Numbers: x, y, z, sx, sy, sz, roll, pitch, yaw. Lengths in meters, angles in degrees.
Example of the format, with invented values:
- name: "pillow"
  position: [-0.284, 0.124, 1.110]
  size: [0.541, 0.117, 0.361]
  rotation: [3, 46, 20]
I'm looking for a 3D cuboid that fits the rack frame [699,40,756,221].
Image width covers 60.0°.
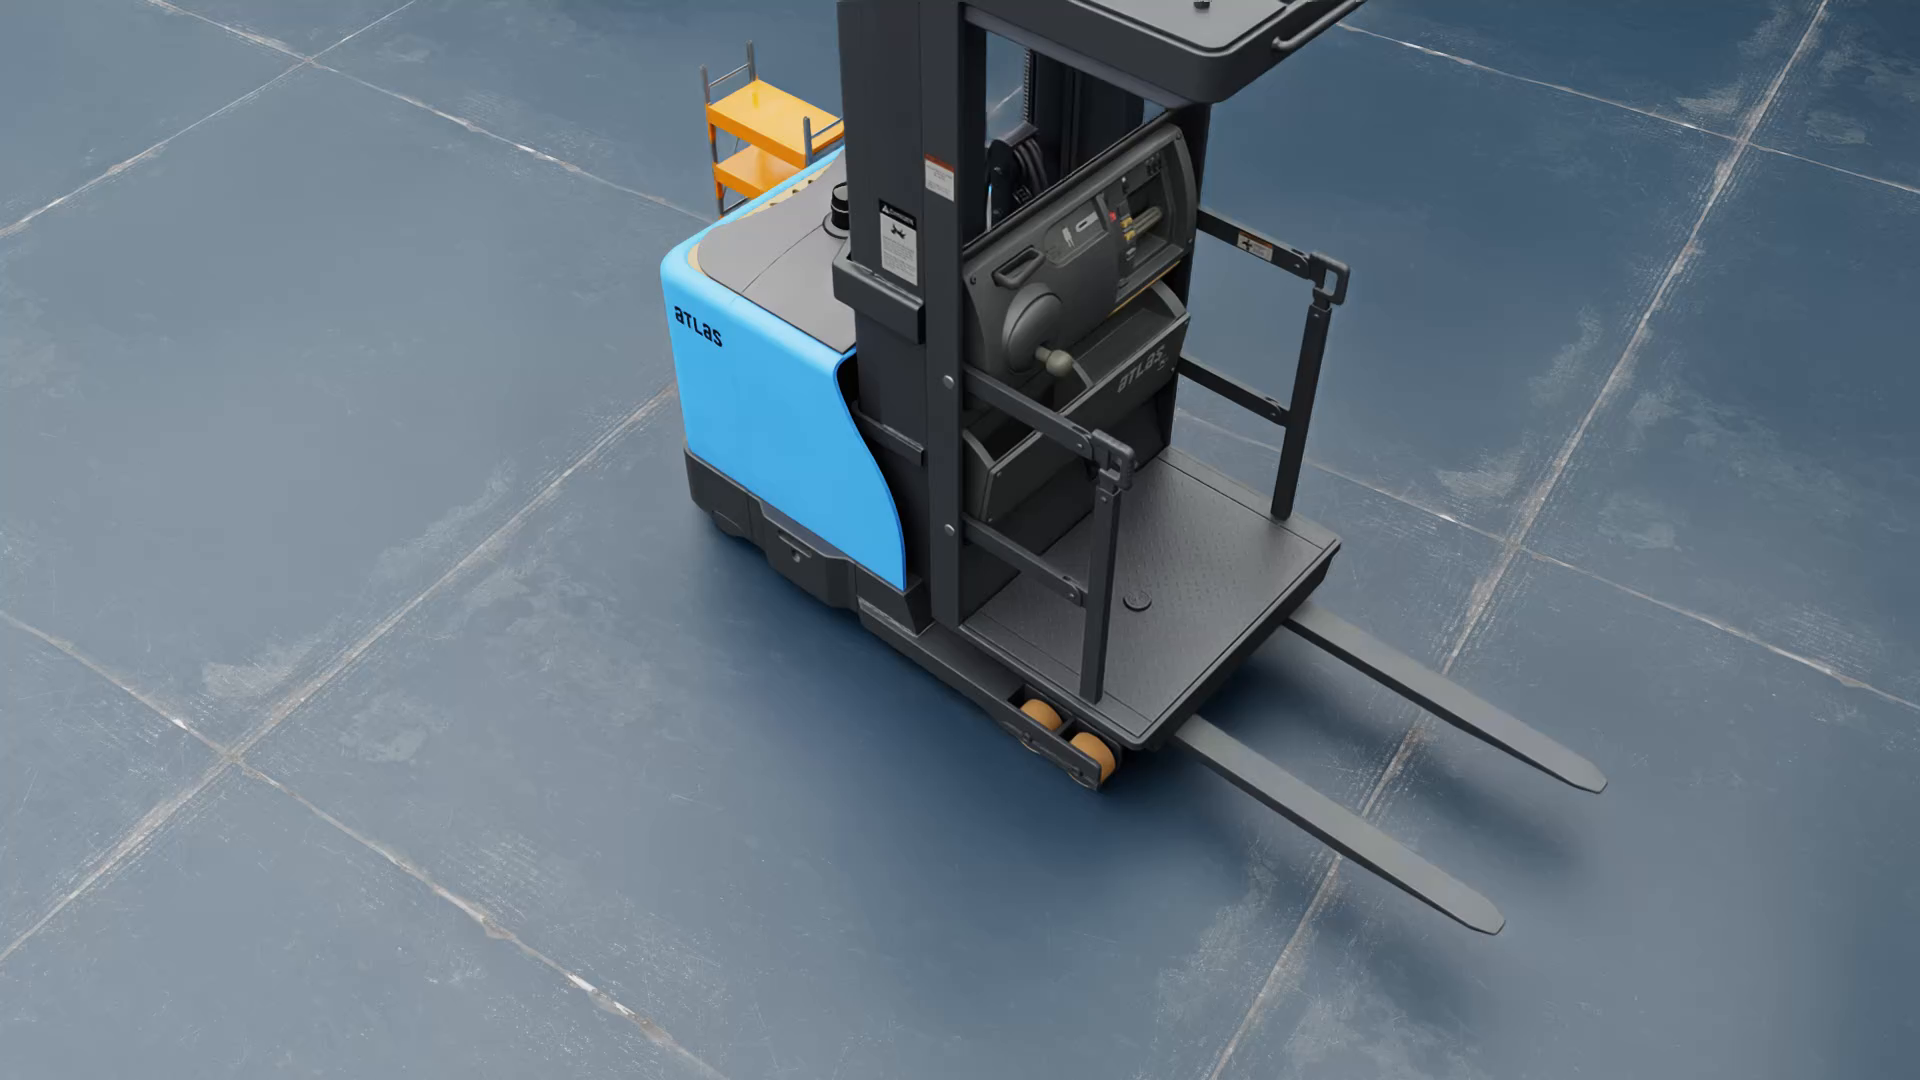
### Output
- name: "rack frame"
  position: [-0.800, -1.245, 6.123]
  size: [0.015, 1.200, 0.240]
  rotation: [32, 54, 27]

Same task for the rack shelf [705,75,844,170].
- name: "rack shelf"
  position: [-0.614, -1.405, 5.731]
  size: [0.480, 0.148, 0.258]
  rotation: [32, 54, 27]

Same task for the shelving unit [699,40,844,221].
- name: "shelving unit"
  position: [-0.614, -1.131, 6.013]
  size: [0.503, 1.200, 0.258]
  rotation: [32, 54, 27]

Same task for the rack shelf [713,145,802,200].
- name: "rack shelf"
  position: [-0.614, -1.240, 5.900]
  size: [0.480, 0.148, 0.258]
  rotation: [32, 54, 27]

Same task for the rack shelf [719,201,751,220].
- name: "rack shelf"
  position: [-0.614, -1.084, 6.061]
  size: [0.480, 0.148, 0.258]
  rotation: [32, 54, 27]

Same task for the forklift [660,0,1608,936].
- name: "forklift"
  position: [0.501, -0.708, 4.395]
  size: [3.031, 2.935, 1.130]
  rotation: [32, 54, 27]

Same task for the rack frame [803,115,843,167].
- name: "rack frame"
  position: [-0.429, -1.017, 5.902]
  size: [0.015, 1.200, 0.240]
  rotation: [32, 54, 27]
